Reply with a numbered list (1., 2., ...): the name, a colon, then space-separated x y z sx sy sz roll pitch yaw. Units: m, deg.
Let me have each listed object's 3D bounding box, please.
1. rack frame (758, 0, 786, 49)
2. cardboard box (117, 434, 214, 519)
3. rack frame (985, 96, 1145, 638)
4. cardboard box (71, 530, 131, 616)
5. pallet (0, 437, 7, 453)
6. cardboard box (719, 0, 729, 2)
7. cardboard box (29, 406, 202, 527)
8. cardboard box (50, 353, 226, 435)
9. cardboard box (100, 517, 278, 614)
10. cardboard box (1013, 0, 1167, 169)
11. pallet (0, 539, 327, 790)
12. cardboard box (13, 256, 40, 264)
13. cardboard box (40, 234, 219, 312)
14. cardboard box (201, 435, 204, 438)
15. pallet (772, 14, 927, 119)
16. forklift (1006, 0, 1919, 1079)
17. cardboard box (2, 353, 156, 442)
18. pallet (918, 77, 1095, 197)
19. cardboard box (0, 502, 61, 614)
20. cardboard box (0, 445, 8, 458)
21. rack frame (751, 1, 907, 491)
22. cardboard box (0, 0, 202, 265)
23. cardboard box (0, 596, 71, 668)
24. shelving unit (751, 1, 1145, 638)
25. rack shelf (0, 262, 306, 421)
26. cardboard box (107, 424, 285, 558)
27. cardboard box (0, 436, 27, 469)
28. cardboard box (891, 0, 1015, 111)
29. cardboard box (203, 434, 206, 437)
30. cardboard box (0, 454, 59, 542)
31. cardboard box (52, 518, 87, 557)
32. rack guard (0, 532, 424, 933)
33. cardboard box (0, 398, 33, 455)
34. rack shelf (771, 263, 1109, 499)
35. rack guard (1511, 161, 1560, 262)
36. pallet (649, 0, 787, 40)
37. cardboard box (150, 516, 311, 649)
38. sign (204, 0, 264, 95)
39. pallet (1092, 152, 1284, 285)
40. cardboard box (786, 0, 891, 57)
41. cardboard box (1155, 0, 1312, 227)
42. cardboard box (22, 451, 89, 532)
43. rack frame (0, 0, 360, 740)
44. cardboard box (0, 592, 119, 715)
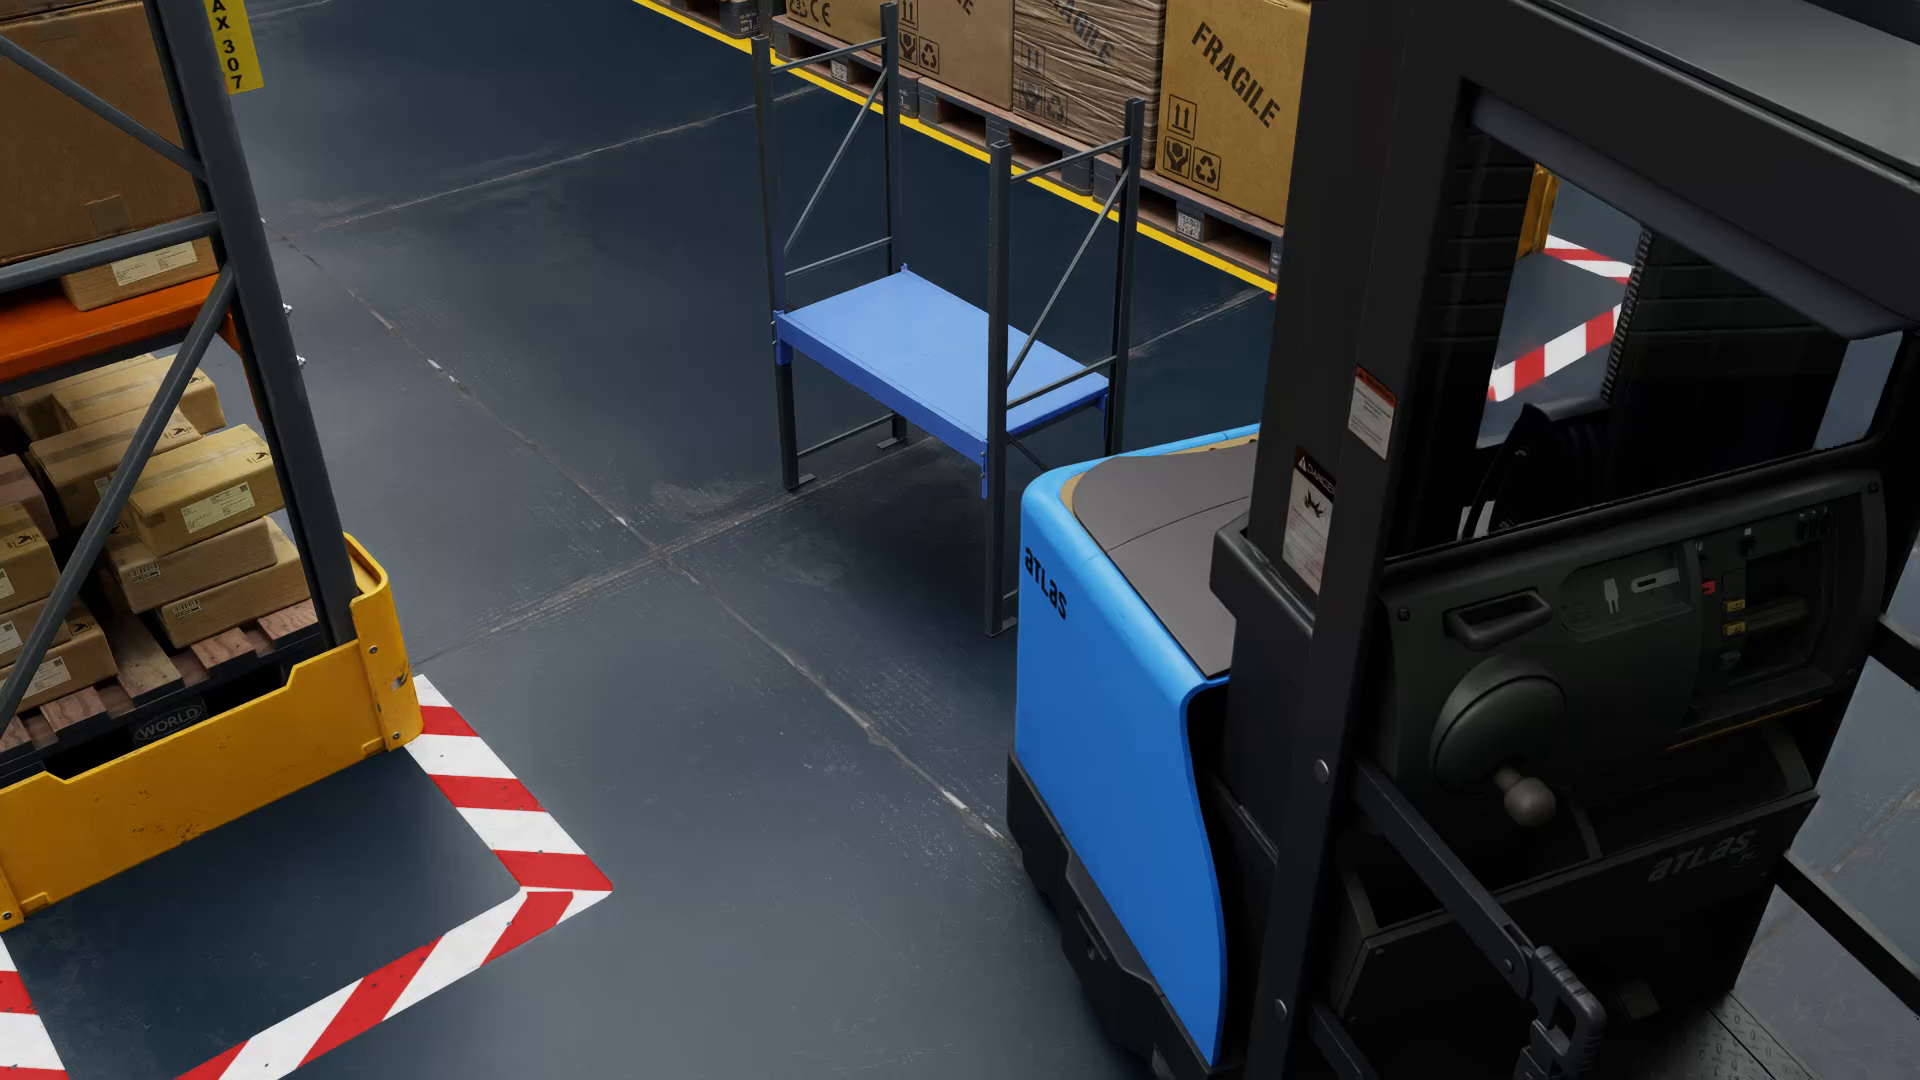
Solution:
1. rack frame: -0.668 -4.100 8.443 1.000 3.000 0.127 -26 43 -32
2. cardboard box: -2.217 -0.127 4.679 0.380 0.149 0.250 -26 43 -32
3. rack frame: 0.273 -0.425 4.553 0.500 1.500 0.032 -26 43 -32
4. cardboard box: -2.266 0.028 4.718 0.380 0.149 0.250 -26 43 -32
5. pallet: -3.270 -0.334 5.539 1.003 0.211 1.213 -26 43 -32
6. cardboard box: -1.096 -3.679 9.324 1.225 0.875 0.875 -26 43 -32
7. cardboard box: -2.289 -0.214 4.545 0.380 0.149 0.250 -25 42 -31
8. cardboard box: -2.354 -0.373 4.770 0.380 0.149 0.250 -26 43 -32
9. cardboard box: -2.083 0.015 4.479 0.380 0.149 0.250 -24 42 -30
10. cardboard box: 0.852 -2.292 7.367 0.875 0.875 0.875 -26 43 -32
11. pallet: -2.487 0.204 4.779 1.003 0.211 1.213 -26 43 -32
12. cardboard box: -2.096 -0.788 3.985 0.380 0.149 0.250 -24 42 -30
13. cardboard box: -1.900 -0.691 3.848 0.380 0.149 0.250 -26 43 -32
14. cardboard box: -2.525 -0.355 5.003 0.380 0.149 0.250 -25 42 -30
15. pallet: -0.237 -2.597 8.734 1.003 0.211 1.213 -26 43 -32
16. forklift: 1.134 0.224 2.398 1.130 2.935 3.031 -13 37 -18
17. cardboard box: -2.577 -0.452 4.881 0.380 0.149 0.250 -28 44 -34
18. pallet: 0.554 -2.058 7.973 1.003 0.211 1.213 -26 43 -32
19. cardboard box: -2.476 0.082 4.128 0.380 0.149 0.250 -25 43 -31
20. cardboard box: -2.931 -0.170 4.741 0.380 0.149 0.250 -27 43 -32
21. rack frame: -0.383 -0.874 5.187 0.500 1.500 0.032 -26 43 -32
22. cardboard box: -2.020 -0.992 3.711 0.500 0.500 0.500 -24 42 -30
23. cardboard box: -2.500 0.216 4.196 0.380 0.149 0.250 -27 44 -33
24. shelving unit: -0.055 -0.650 4.870 0.538 1.500 1.048 -26 43 -32
25. rack shelf: -3.232 -1.118 4.855 1.077 0.370 4.000 -26 43 -32
26. cardboard box: -2.020 -0.137 4.437 0.380 0.149 0.250 -28 44 -34
27. cardboard box: -2.750 -0.310 5.196 0.380 0.149 0.250 -26 43 -32
28. cardboard box: 0.277 -2.685 7.921 0.875 0.875 0.875 -26 43 -32
29. cardboard box: -2.513 -0.233 5.087 0.380 0.149 0.250 -25 43 -31
30. cardboard box: -2.595 -0.051 4.315 0.380 0.149 0.250 -25 42 -31
31. cardboard box: -2.432 -0.079 4.870 0.380 0.149 0.250 -26 43 -31
32. rack guard: -1.990 0.458 4.170 1.175 0.500 0.348 -26 43 -32
33. cardboard box: -2.769 -0.437 5.118 0.380 0.149 0.250 -28 44 -34
34. rack shelf: -0.055 -0.503 4.974 0.538 0.185 1.000 -26 43 -32
35. rack guard: 1.929 -1.303 6.657 1.175 0.500 0.348 -26 43 -32
36. pallet: -1.224 -3.274 9.691 1.003 0.211 1.213 -26 43 -32
37. cardboard box: -2.035 0.113 4.598 0.380 0.149 0.250 -25 42 -31
38. sign: -1.527 -1.084 3.436 0.100 0.325 0.005 -26 43 -32
39. pallet: 1.337 -1.519 7.213 1.003 0.211 1.213 -26 43 -32
40. cardboard box: -0.303 -3.083 8.482 0.875 0.875 0.875 -26 43 -32
41. cardboard box: 1.439 -1.891 6.799 0.875 0.875 0.875 -26 43 -32
42. cardboard box: -2.442 -0.202 4.785 0.380 0.149 0.250 -25 43 -31
43. rack frame: -1.941 -0.528 3.401 1.000 3.000 0.127 -26 43 -32
44. cardboard box: -2.440 0.309 4.322 0.380 0.149 0.250 -25 42 -31
